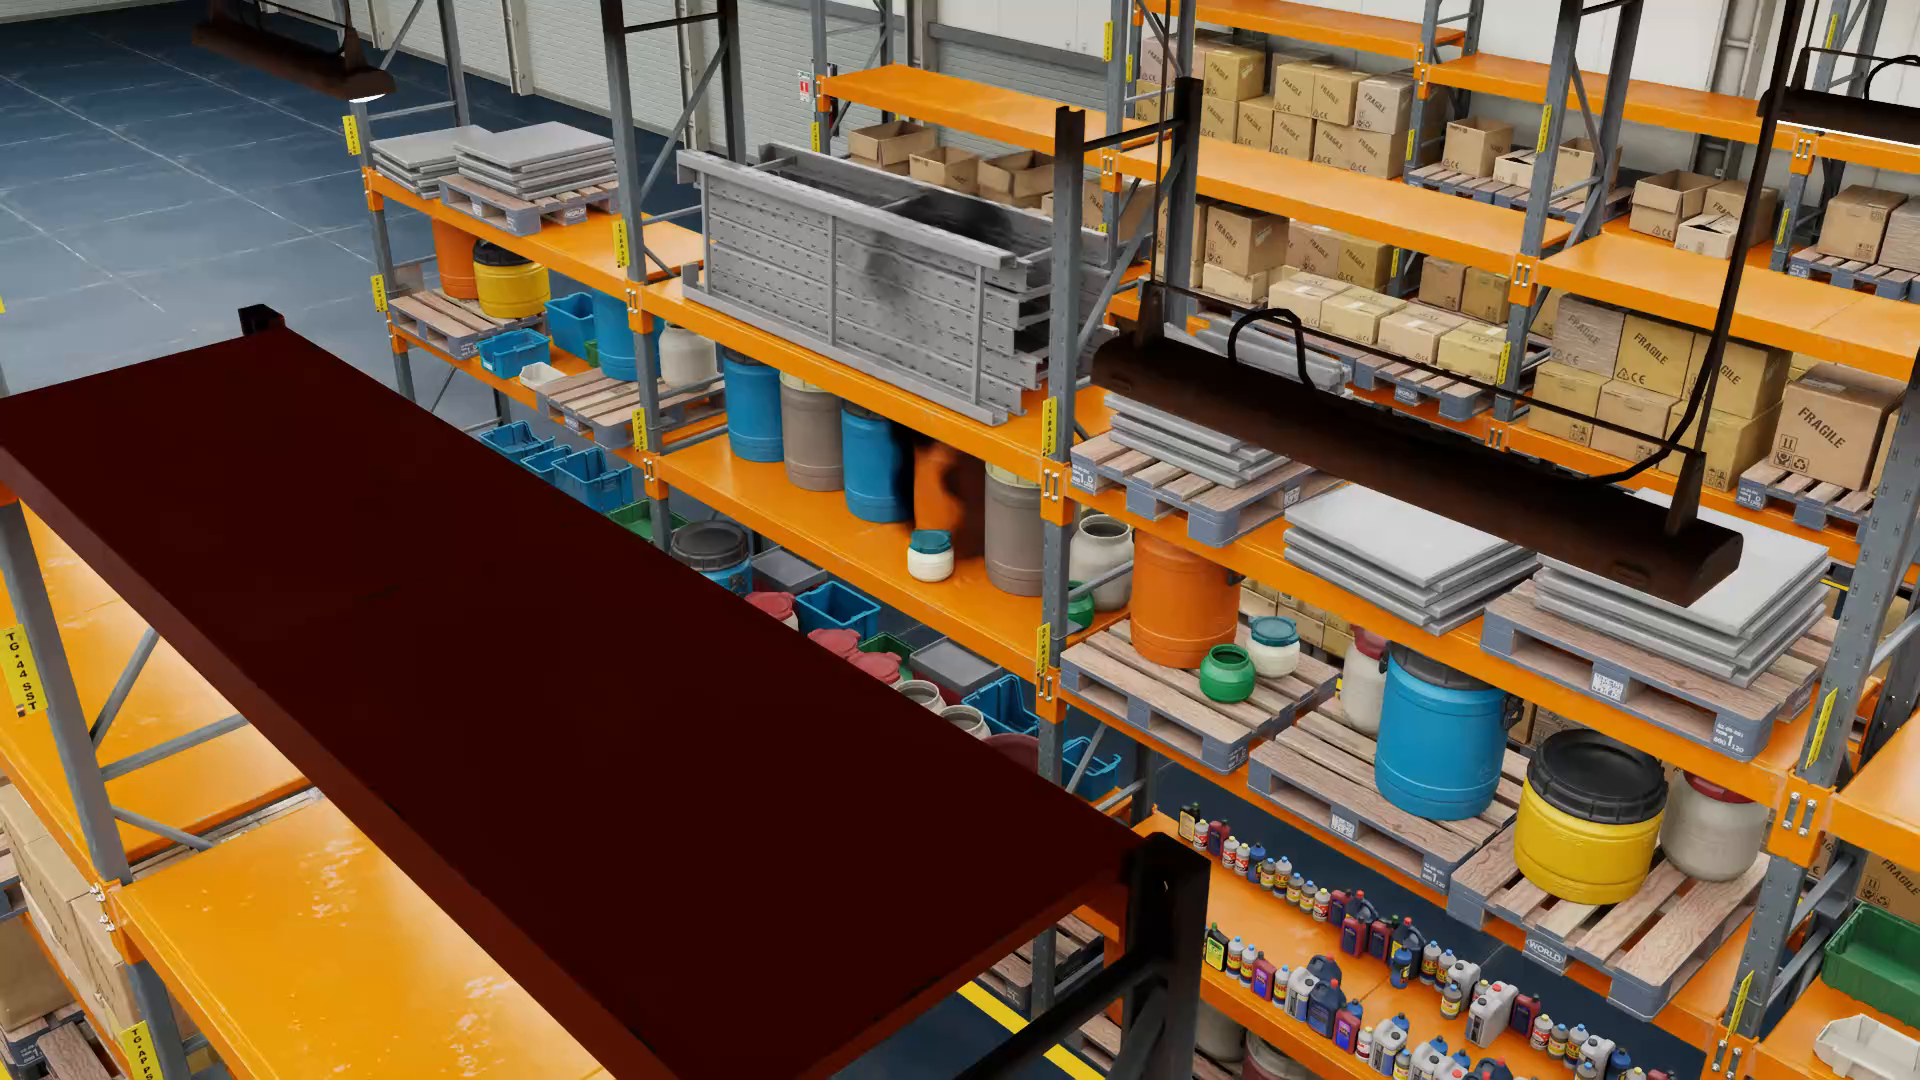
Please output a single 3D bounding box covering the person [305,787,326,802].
[{"bbox_3d":[-4.188,1.966,11.358,0.633,1.747,0.726,23,36,36],"label":"person"}]
